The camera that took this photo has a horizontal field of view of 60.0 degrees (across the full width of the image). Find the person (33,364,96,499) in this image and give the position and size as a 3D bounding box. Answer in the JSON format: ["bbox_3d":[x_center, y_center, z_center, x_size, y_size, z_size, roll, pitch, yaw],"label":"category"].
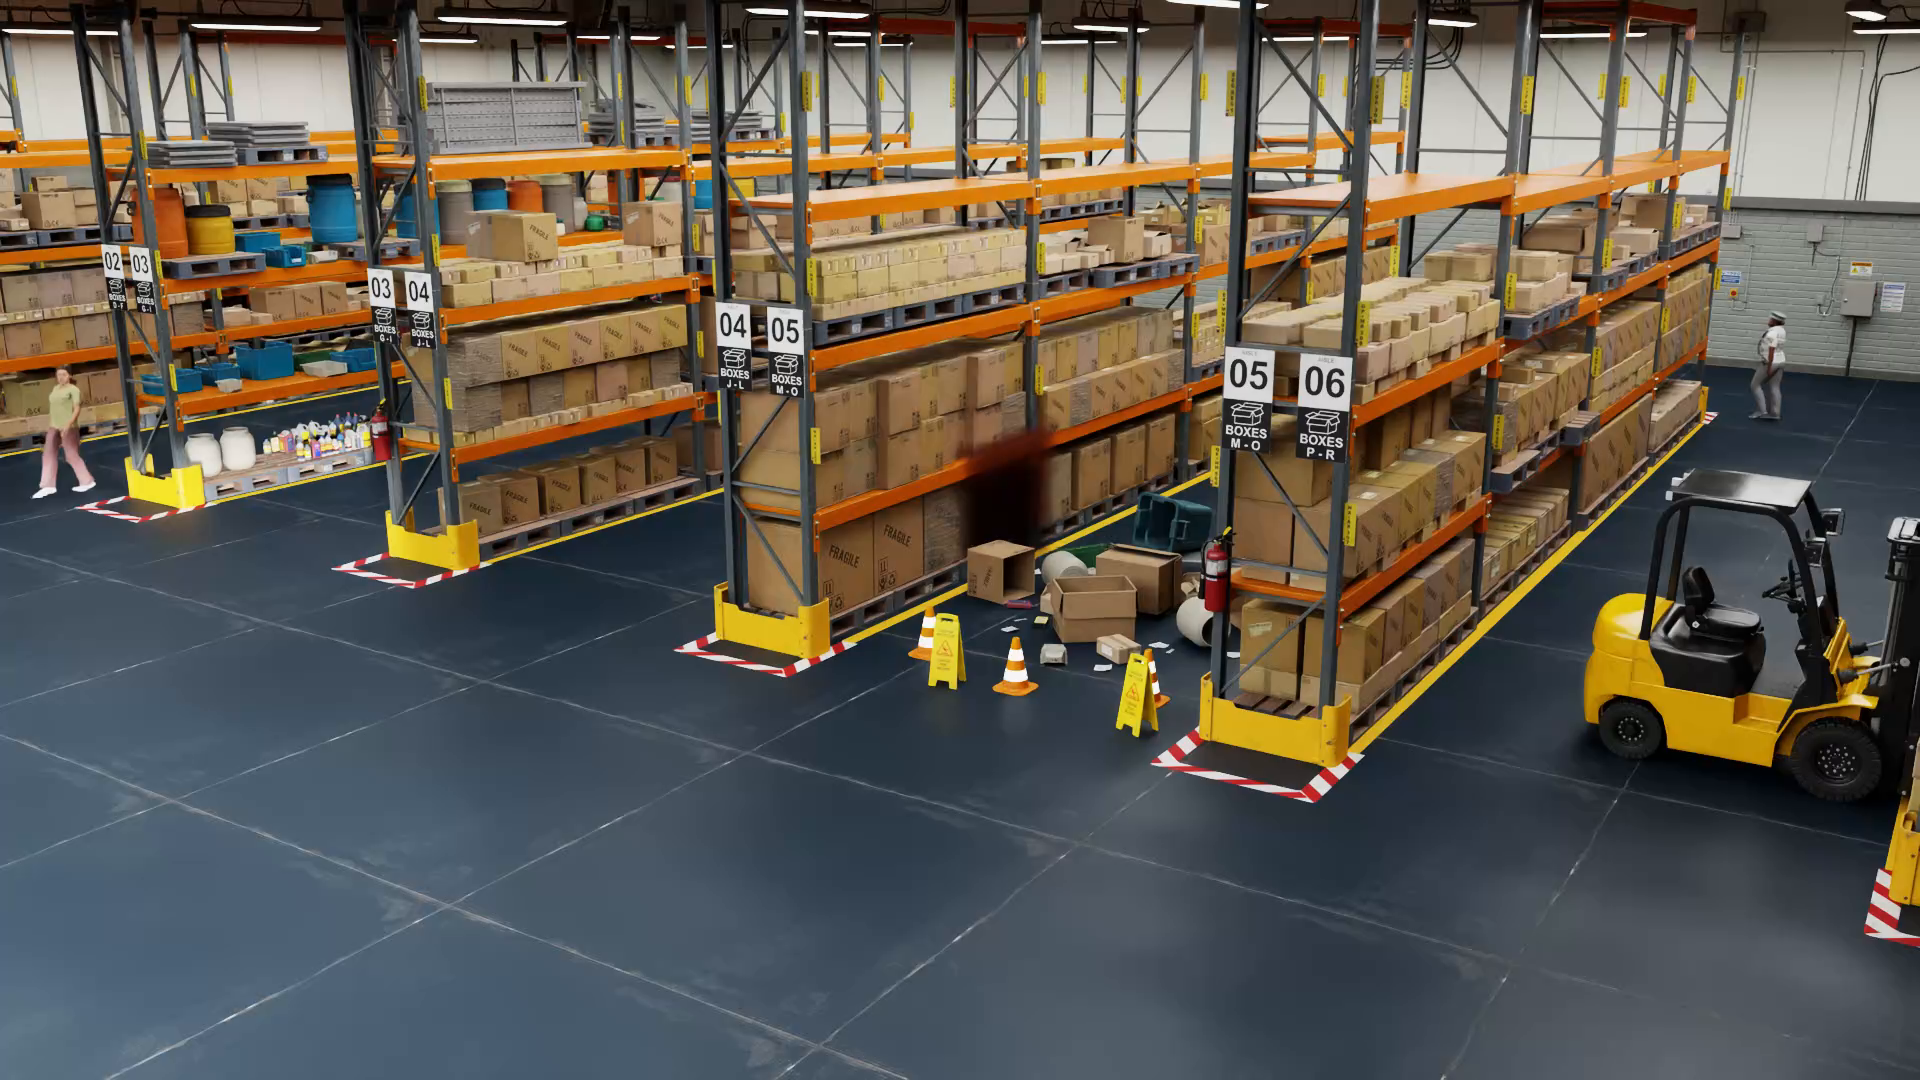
[{"bbox_3d":[-11.494,-1.382,21.171,0.472,1.658,0.759,5,16,18],"label":"person"}]

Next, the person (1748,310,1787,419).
[{"bbox_3d":[12.621,-2.708,25.839,0.503,1.710,0.468,-11,19,-33],"label":"person"}]
